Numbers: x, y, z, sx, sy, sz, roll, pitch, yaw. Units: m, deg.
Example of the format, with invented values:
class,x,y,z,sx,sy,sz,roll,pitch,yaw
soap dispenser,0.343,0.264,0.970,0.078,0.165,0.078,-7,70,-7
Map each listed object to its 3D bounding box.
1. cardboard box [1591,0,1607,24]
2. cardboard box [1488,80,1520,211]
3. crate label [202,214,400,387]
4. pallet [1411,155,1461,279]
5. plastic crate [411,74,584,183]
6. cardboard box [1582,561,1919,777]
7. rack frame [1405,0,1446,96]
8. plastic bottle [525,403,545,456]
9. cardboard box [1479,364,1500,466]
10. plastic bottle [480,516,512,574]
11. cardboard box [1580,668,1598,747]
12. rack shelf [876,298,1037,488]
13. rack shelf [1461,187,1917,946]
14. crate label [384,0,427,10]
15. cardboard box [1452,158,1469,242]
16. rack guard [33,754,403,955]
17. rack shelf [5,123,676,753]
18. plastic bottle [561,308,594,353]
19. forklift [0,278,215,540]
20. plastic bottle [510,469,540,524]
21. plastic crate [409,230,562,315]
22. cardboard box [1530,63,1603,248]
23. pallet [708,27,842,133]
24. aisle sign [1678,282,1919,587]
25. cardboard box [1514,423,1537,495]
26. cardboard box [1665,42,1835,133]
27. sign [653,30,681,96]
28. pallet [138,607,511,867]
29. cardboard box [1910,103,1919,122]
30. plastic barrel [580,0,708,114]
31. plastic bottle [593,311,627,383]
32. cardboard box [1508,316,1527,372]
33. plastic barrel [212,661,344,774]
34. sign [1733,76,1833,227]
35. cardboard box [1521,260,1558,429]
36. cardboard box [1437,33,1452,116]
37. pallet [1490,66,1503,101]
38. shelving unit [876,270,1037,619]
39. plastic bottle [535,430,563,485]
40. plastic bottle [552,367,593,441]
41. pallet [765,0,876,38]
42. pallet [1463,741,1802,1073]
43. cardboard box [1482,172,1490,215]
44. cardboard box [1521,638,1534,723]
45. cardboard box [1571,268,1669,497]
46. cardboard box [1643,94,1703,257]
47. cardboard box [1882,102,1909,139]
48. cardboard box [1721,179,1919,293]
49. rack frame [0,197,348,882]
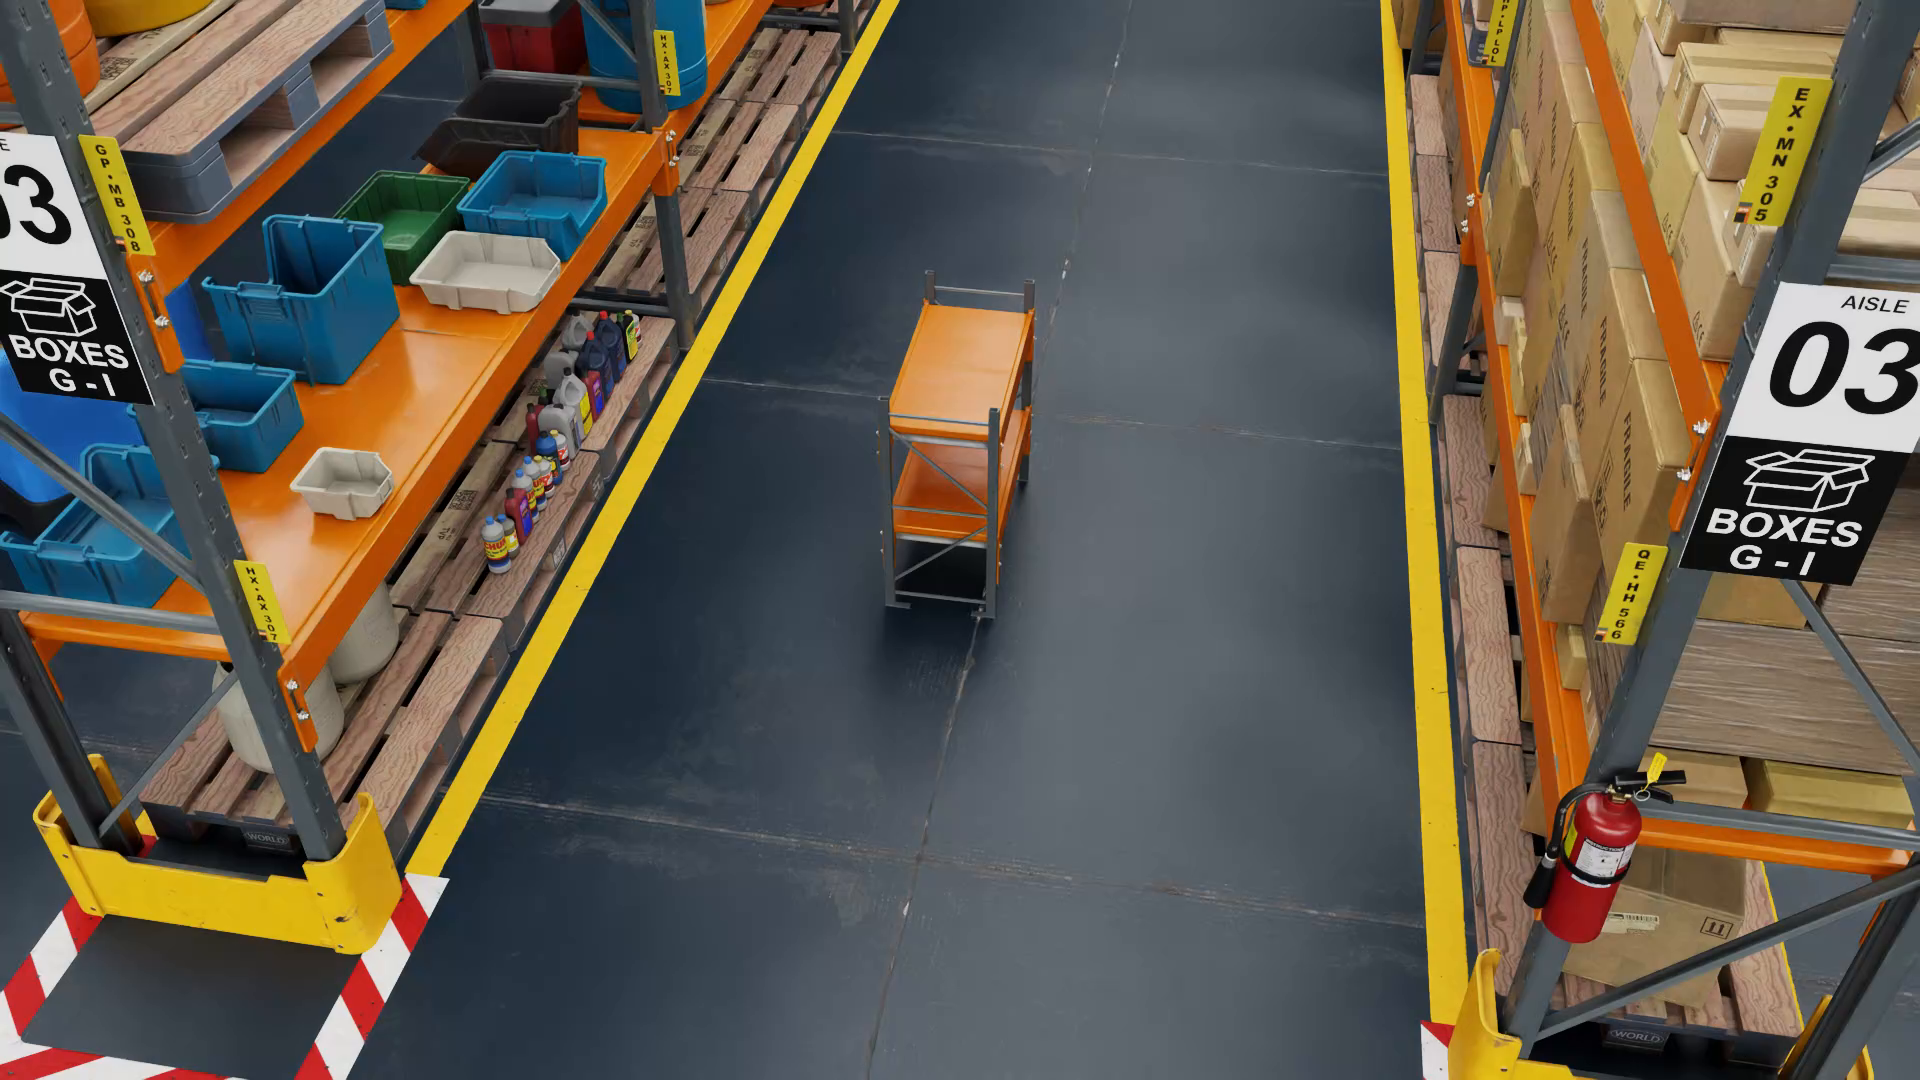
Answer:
class,x,y,z,sx,sy,sz,roll,pitch,yaw
cardboard box,2.402,-1.931,5.592,0.500,0.250,0.500,5,40,6
cardboard box,2.776,-1.608,7.126,0.875,0.500,0.500,6,40,8
crate label,-2.603,-0.965,6.632,0.502,0.435,0.616,6,40,8
pallet,3.257,-1.912,9.994,1.003,0.211,1.213,6,40,8
plastic crate,-2.179,-1.938,7.886,0.767,0.338,0.504,6,40,8
cardboard box,2.345,0.285,4.837,0.875,0.500,0.500,6,40,8
rack frame,3.607,-4.241,10.622,1.000,3.000,0.127,6,40,8
plastic bottle,-2.017,-0.550,7.944,0.061,0.283,0.133,6,40,8
cardboard box,2.806,-0.682,7.950,0.500,0.500,0.500,5,40,6
plastic bottle,-2.035,0.012,7.274,0.097,0.271,0.097,0,40,0
cardboard box,2.113,0.518,5.063,0.380,0.149,0.250,6,40,8
rack shelf,0.001,-0.663,7.307,0.538,0.278,1.000,6,40,8
rack shelf,2.569,-0.198,6.297,1.077,0.370,4.000,6,40,8
crate label,-2.006,-2.003,5.678,0.502,0.251,0.408,6,40,8
cardboard box,3.240,-1.968,9.489,0.700,0.500,0.500,3,40,4
rack guard,-2.689,1.144,6.070,1.175,0.500,0.348,6,40,8
rack shelf,-2.309,-0.744,6.957,1.077,0.370,4.000,6,40,8
plastic bottle,-1.933,-1.005,8.442,0.144,0.351,0.185,6,40,8
forklift,-5.011,-1.892,7.835,3.031,2.935,1.130,28,47,29
plastic bottle,-1.975,-0.203,7.534,0.097,0.271,0.097,0,40,0
plastic crate,-1.995,-1.128,7.064,0.530,0.136,0.437,6,40,8
cardboard box,2.415,-1.387,6.074,0.500,0.500,0.500,6,40,8
pallet,-1.443,-3.230,11.588,1.003,0.211,1.213,6,40,8
aisle sign,1.917,-0.216,3.714,0.394,0.787,0.004,6,40,8
cardboard box,2.225,-0.278,6.026,0.380,0.149,0.250,6,40,8
cardboard box,2.083,-1.175,4.365,0.380,0.149,0.250,7,40,8
sign,-1.423,-2.316,8.076,0.100,0.325,0.005,6,40,8
pallet,-2.543,0.746,6.778,1.003,0.211,1.213,6,40,8
cardboard box,2.561,-0.943,4.085,0.380,0.149,0.250,6,40,7
plastic barrel,-1.598,-2.679,8.339,0.600,0.901,0.708,6,40,8
plastic bottle,-1.791,-0.989,8.423,0.144,0.351,0.185,5,40,6
cardboard box,2.390,-0.745,6.590,0.380,0.149,0.250,6,40,8
plastic barrel,-2.617,0.609,6.379,0.421,0.512,0.421,0,40,0
sign,1.680,-0.791,3.401,0.100,0.325,0.005,6,40,8
cardboard box,2.541,-0.664,5.984,0.875,0.500,0.500,6,40,8
cardboard box,3.511,-3.024,10.767,0.700,0.500,0.500,4,40,5
pallet,3.191,-2.120,8.207,1.003,0.211,1.213,6,40,8
shelving unit,0.001,-0.438,7.494,0.538,1.125,1.048,6,40,8
plastic bottle,-1.923,-0.393,7.764,0.097,0.271,0.097,0,40,0
plastic bottle,-1.880,-0.666,8.032,0.144,0.351,0.185,6,40,7
pallet,-1.176,-4.211,12.775,1.003,0.211,1.213,6,40,8
pallet,2.411,1.301,6.108,1.003,0.211,1.213,6,40,8
cardboard box,2.582,-1.532,7.543,0.380,0.149,0.250,6,40,8
cardboard box,2.544,0.422,6.615,0.500,0.500,0.500,10,41,12
cardboard box,2.156,-0.445,4.935,0.500,0.500,0.500,6,40,8
cardboard box,2.140,-0.962,4.421,0.500,0.250,0.500,7,40,8
cardboard box,2.644,-0.916,4.365,0.500,0.250,0.500,6,40,7
cardboard box,1.964,-0.681,3.767,0.380,0.149,0.250,6,40,8
rack frame,-2.655,0.234,5.210,1.000,3.000,0.127,6,40,8
